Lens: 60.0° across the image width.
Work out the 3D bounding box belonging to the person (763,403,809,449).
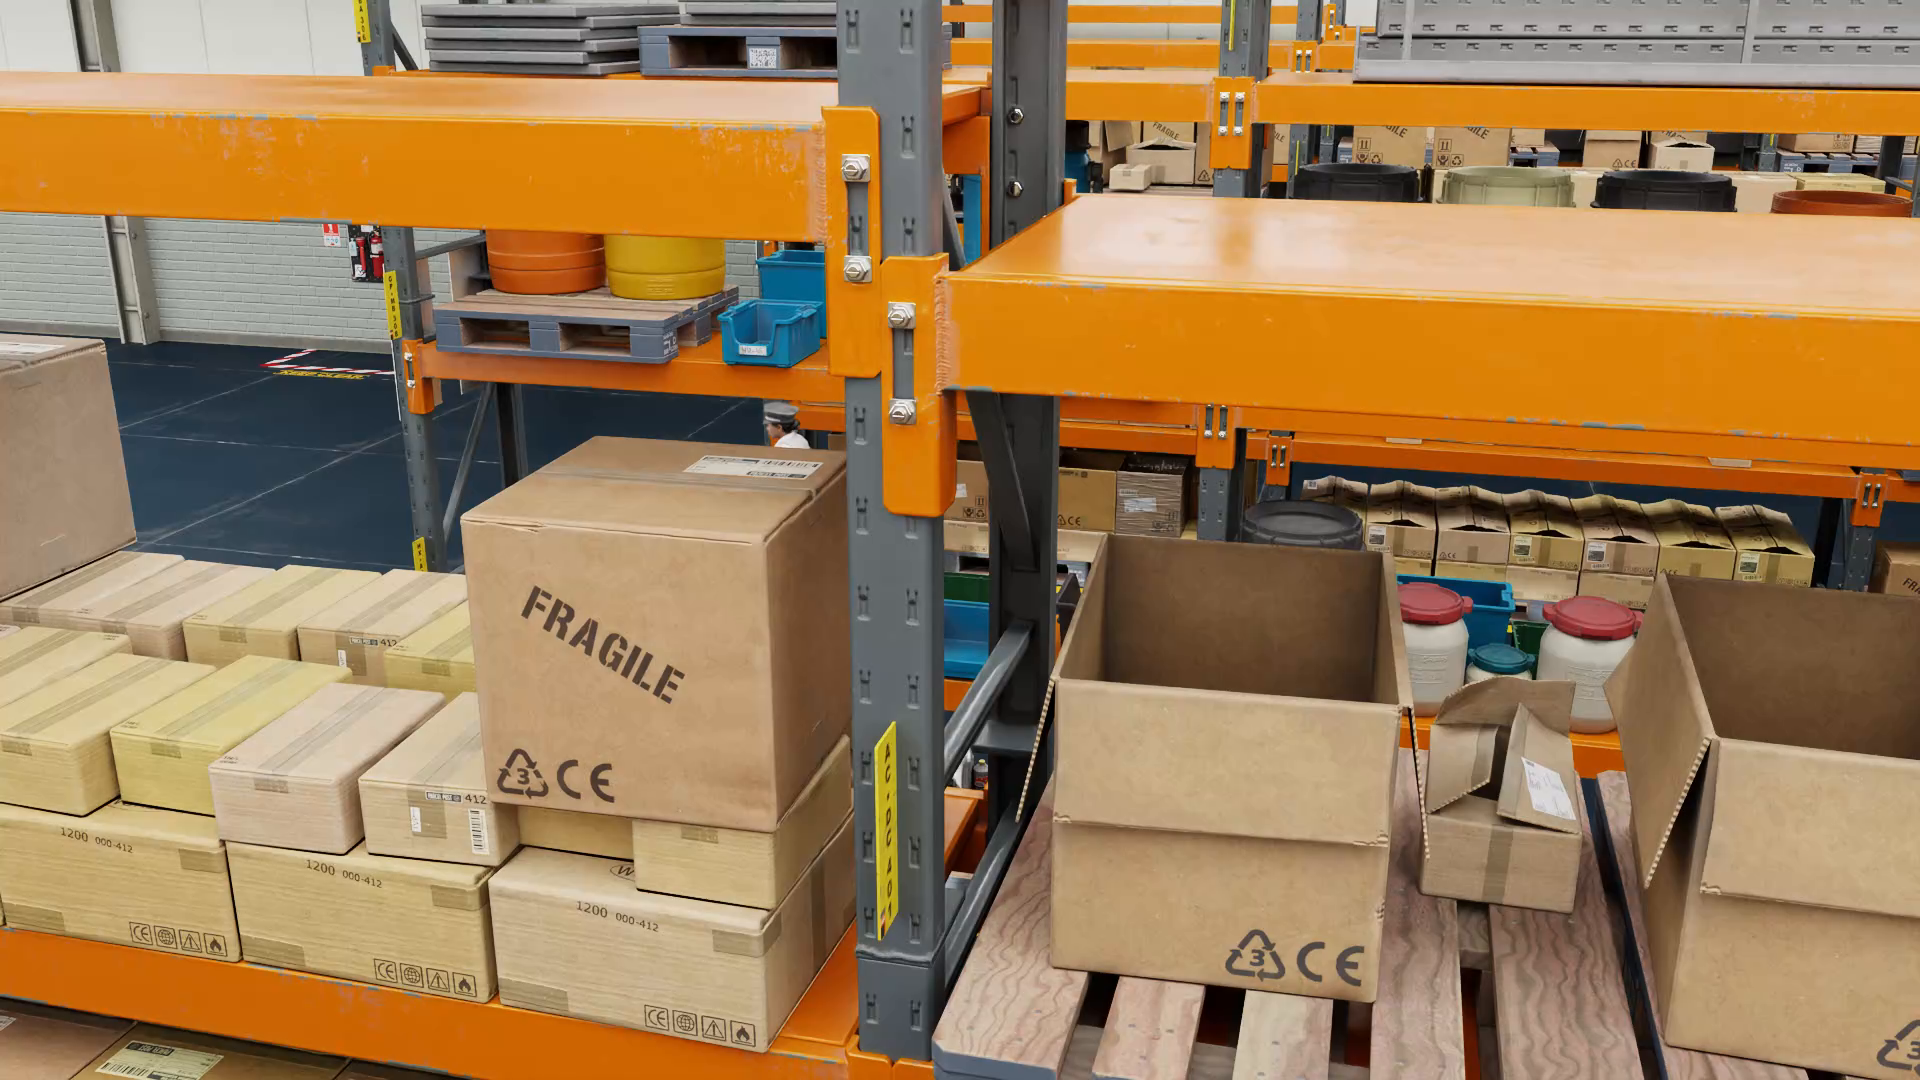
[{"bbox_3d":[-1.219,-0.181,12.101,0.375,1.661,0.541,3,19,10],"label":"person"}]
